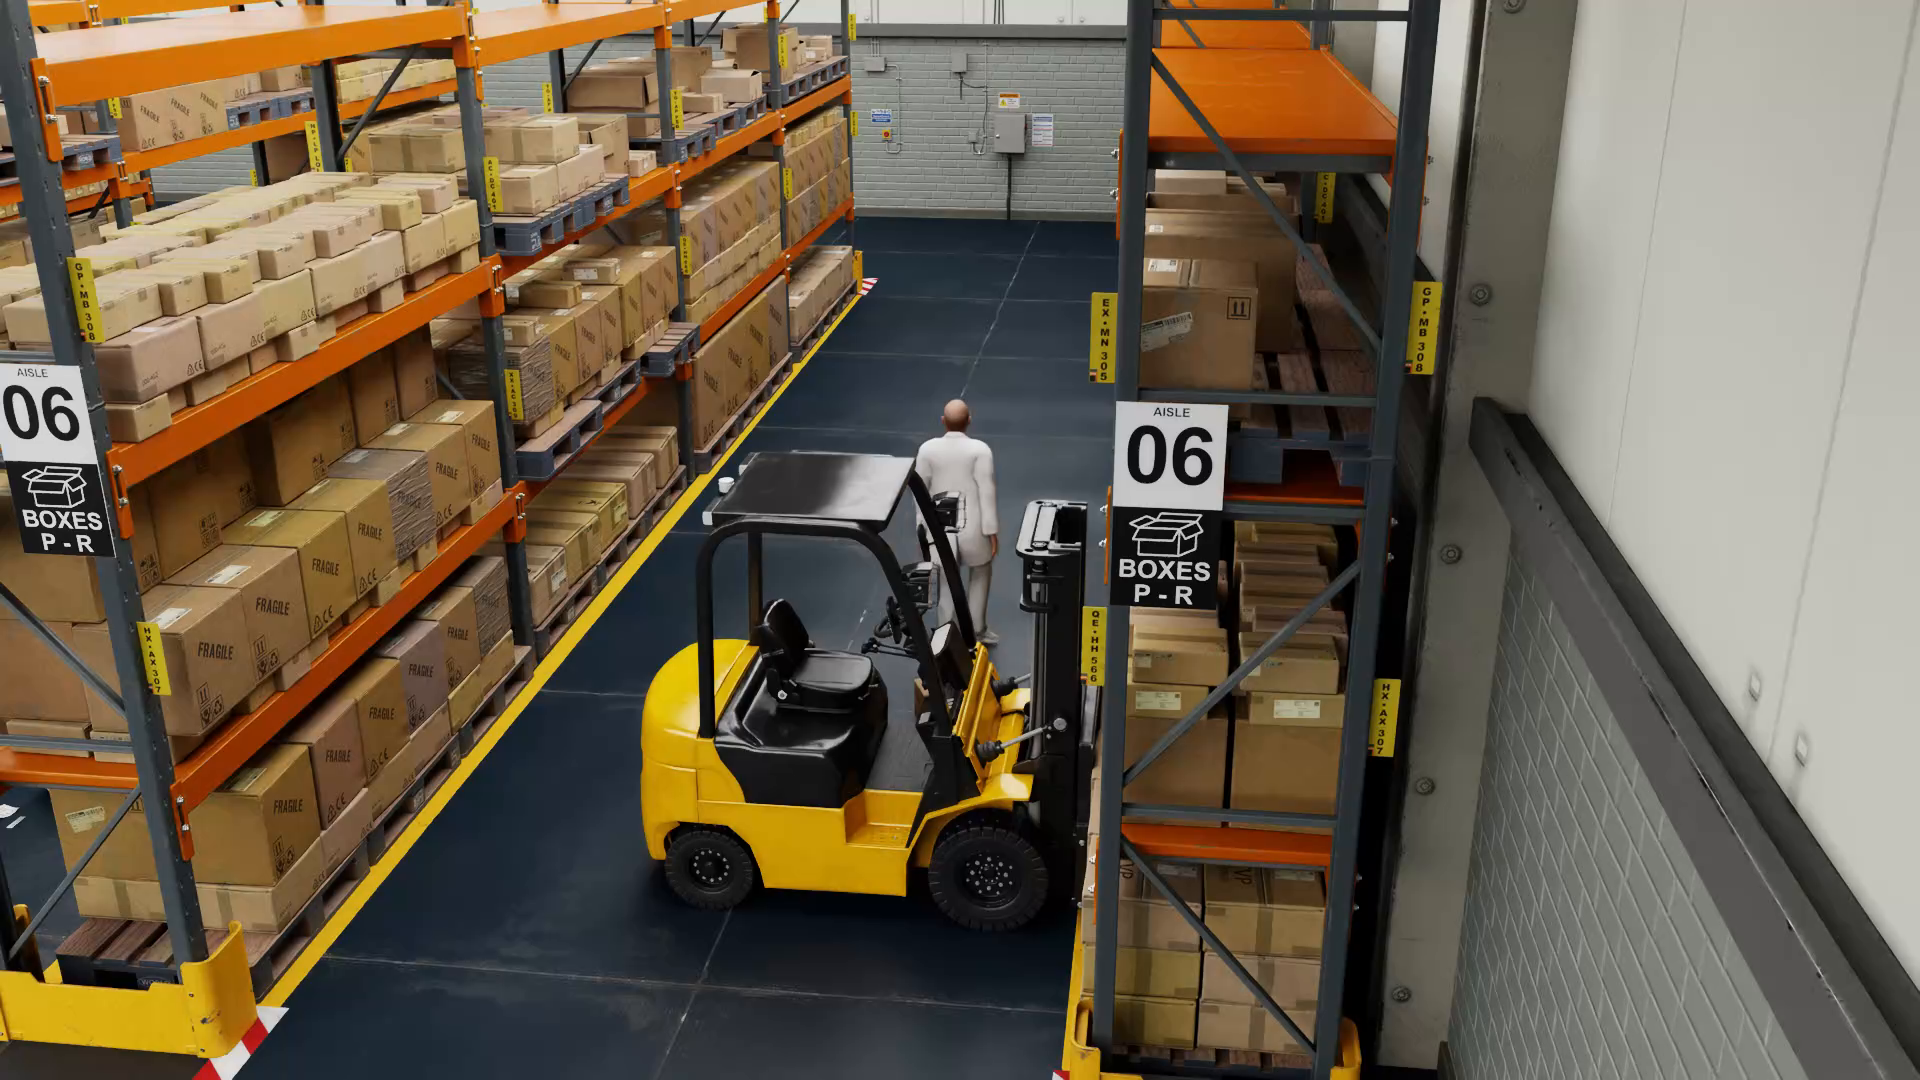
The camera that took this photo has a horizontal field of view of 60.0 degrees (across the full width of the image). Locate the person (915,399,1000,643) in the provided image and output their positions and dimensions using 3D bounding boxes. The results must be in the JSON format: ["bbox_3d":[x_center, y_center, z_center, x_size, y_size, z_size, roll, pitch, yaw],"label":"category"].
[{"bbox_3d":[-0.022,-0.040,11.227,0.608,1.809,0.621,3,21,9],"label":"person"}]
